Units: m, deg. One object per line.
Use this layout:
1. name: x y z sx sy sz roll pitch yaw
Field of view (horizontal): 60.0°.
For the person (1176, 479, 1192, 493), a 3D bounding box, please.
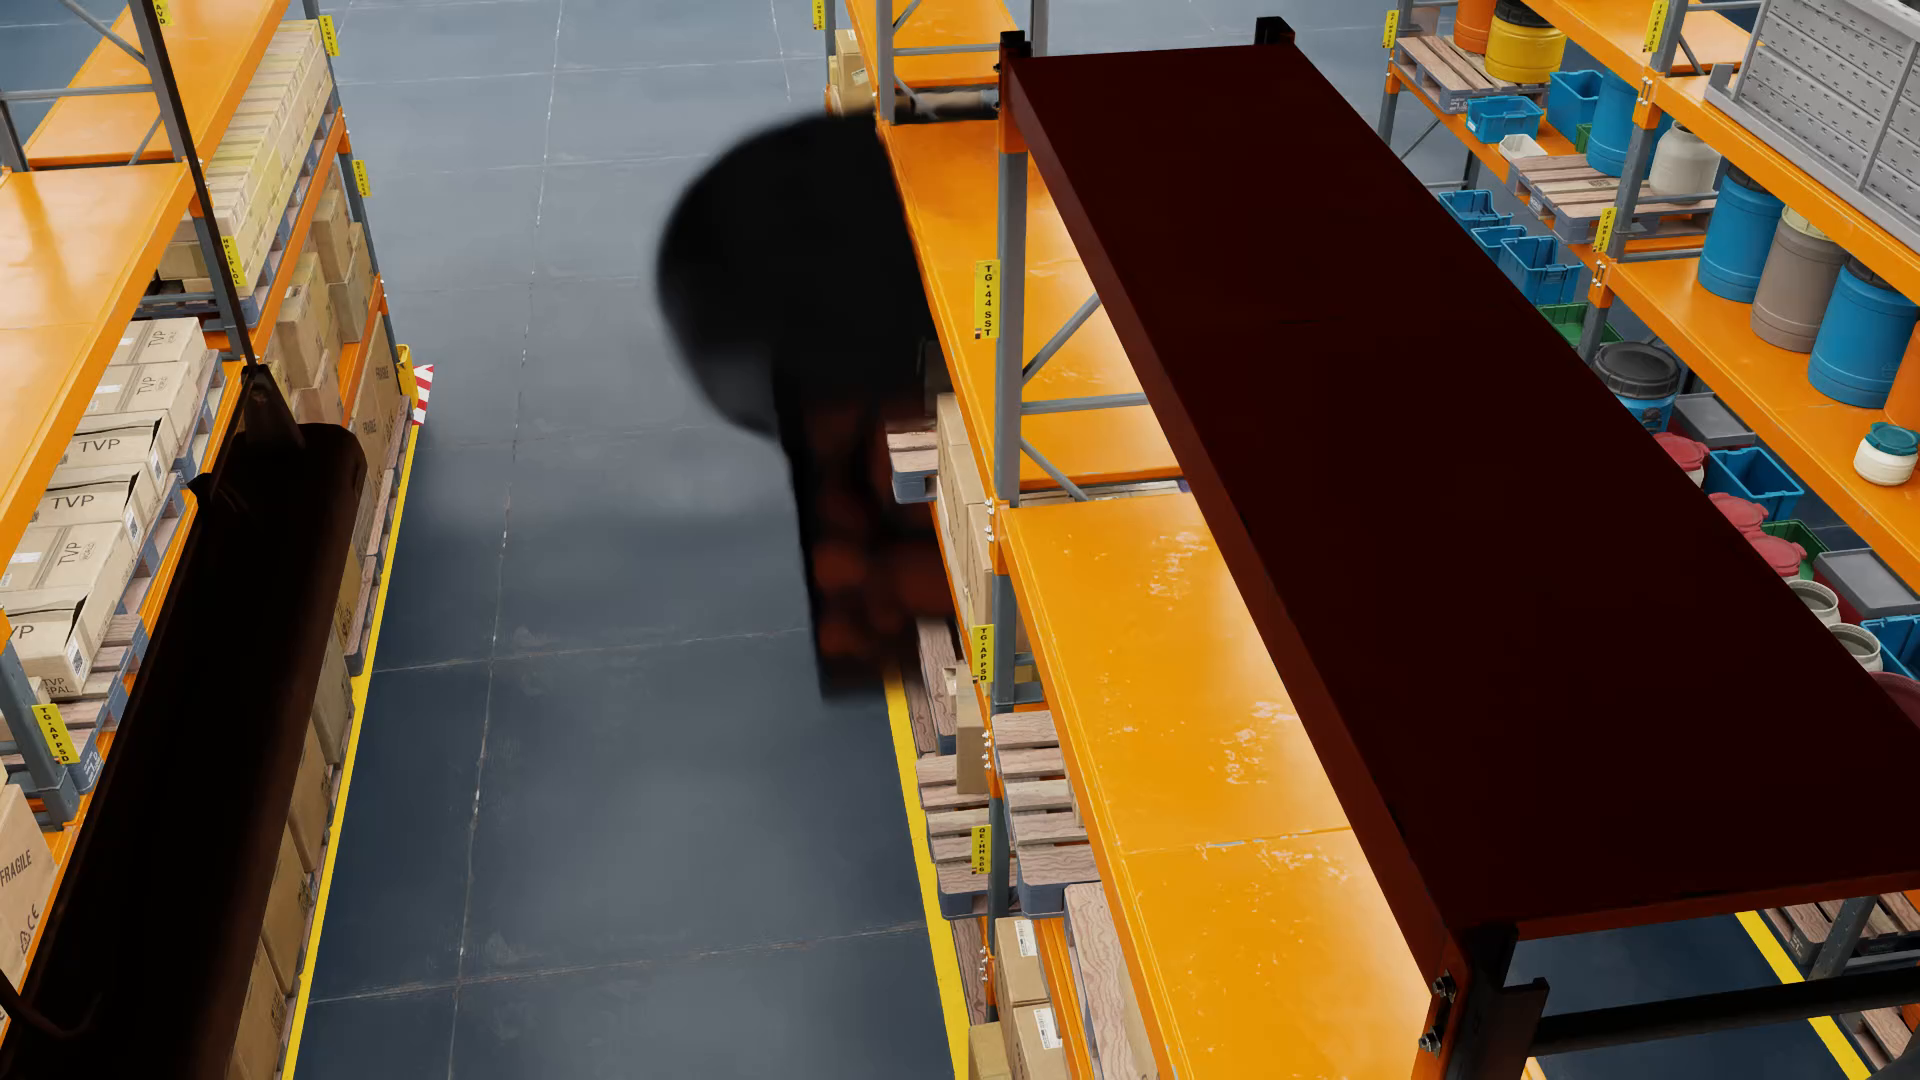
1. person: 1.645 -0.157 12.022 0.595 1.691 0.901 -2 36 -3
